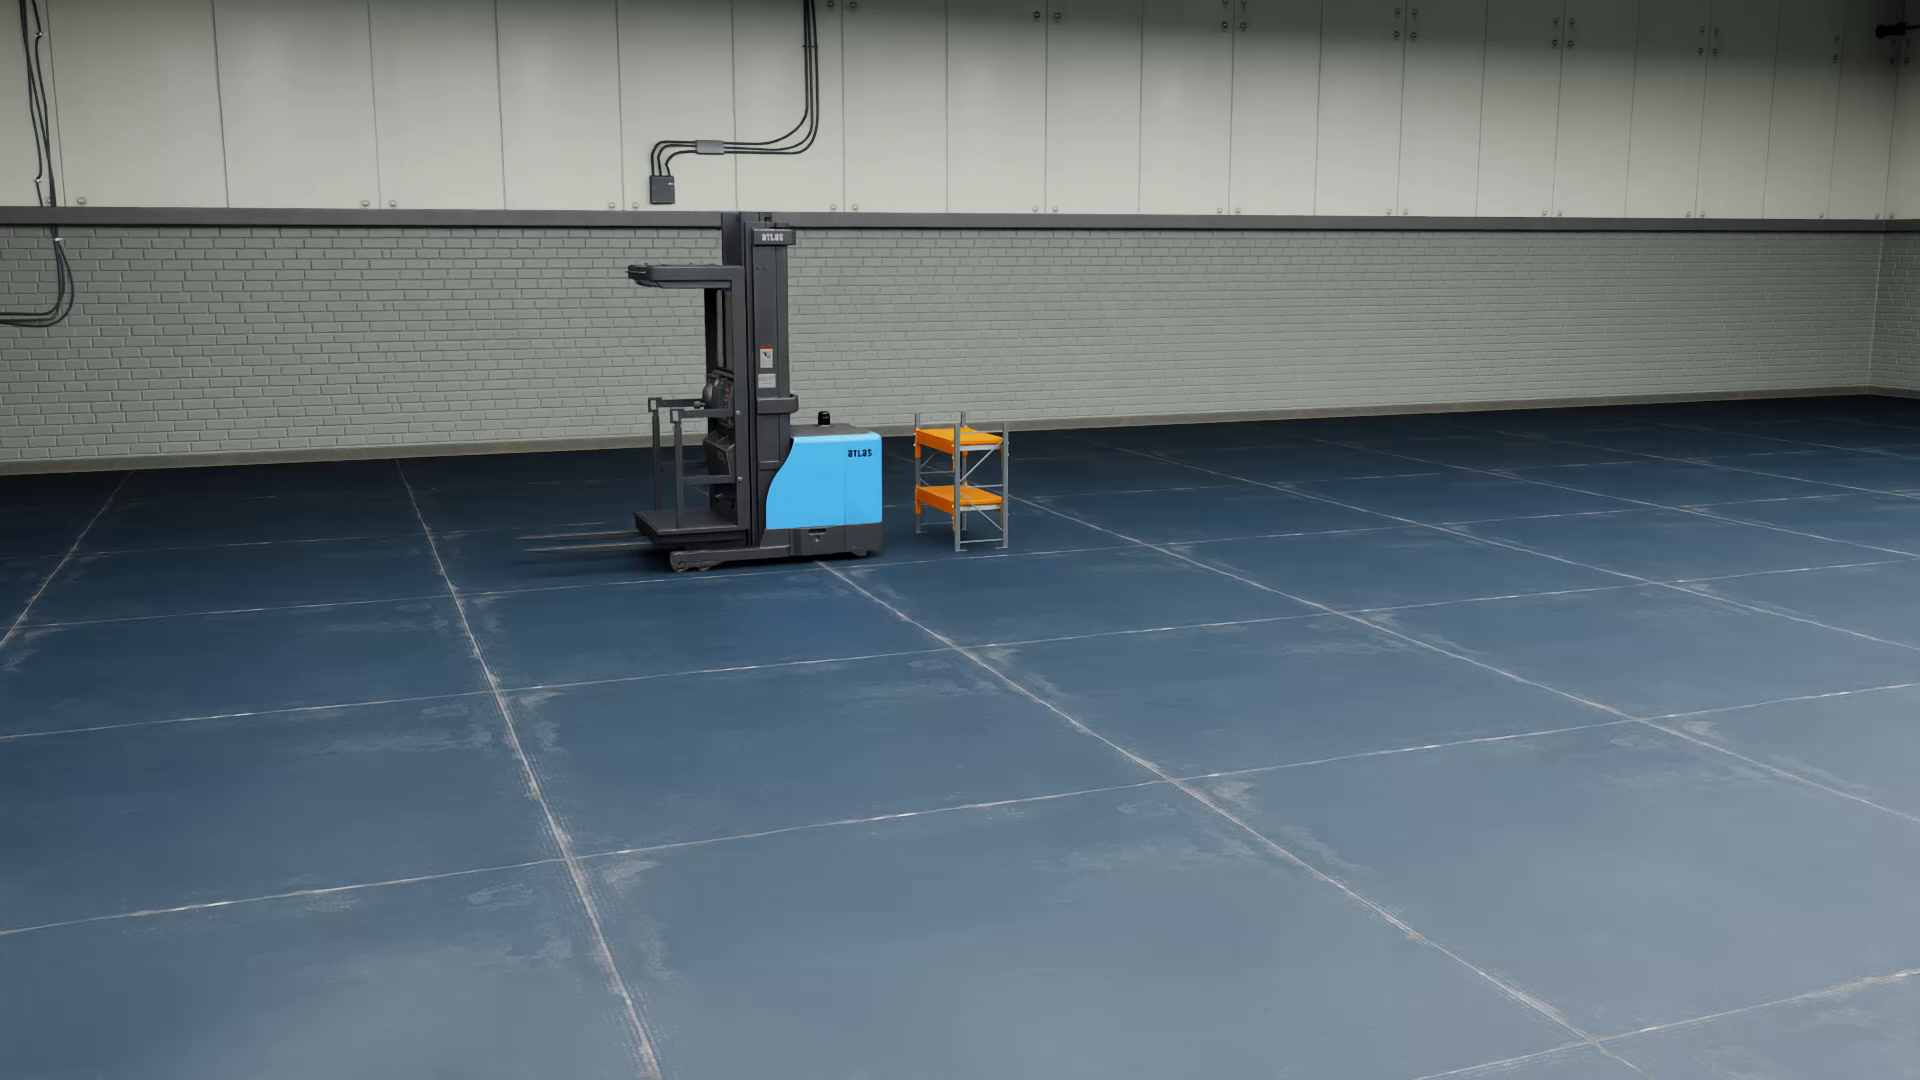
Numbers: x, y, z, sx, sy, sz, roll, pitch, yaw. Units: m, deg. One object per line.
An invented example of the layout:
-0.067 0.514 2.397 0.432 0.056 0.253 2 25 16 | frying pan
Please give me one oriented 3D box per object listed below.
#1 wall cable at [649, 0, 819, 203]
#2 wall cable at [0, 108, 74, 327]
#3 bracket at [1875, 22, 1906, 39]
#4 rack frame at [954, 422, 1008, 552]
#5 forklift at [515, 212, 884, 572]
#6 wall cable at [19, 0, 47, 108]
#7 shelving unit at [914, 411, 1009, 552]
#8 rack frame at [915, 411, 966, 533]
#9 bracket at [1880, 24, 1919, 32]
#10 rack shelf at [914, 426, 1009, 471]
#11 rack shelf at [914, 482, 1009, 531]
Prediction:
-2.949 -7.420 21.558 2.305 6.003 0.169 -4 11 -21 | wall cable
-11.803 -3.617 18.756 3.097 2.526 0.112 -4 11 -21 | wall cable
16.051 -8.784 28.661 0.235 0.232 0.430 -4 11 -21 | bracket
0.187 -0.470 14.679 0.500 1.125 0.032 -4 11 -21 | rack frame
-2.233 -1.283 14.091 3.031 2.935 1.130 -4 11 -20 | forklift
-9.282 -6.275 19.279 3.097 2.526 0.112 -4 11 -21 | wall cable
0.002 -0.553 15.145 0.538 1.125 1.048 -4 11 -21 | shelving unit
-0.182 -0.636 15.612 0.500 1.125 0.032 -4 11 -21 | rack frame
16.265 -8.688 28.119 0.076 0.066 3.189 -4 11 -21 | bracket
0.002 -0.841 15.094 0.538 0.278 1.000 -4 11 -21 | rack shelf
0.002 -0.312 15.188 0.538 0.278 1.000 -4 11 -21 | rack shelf
